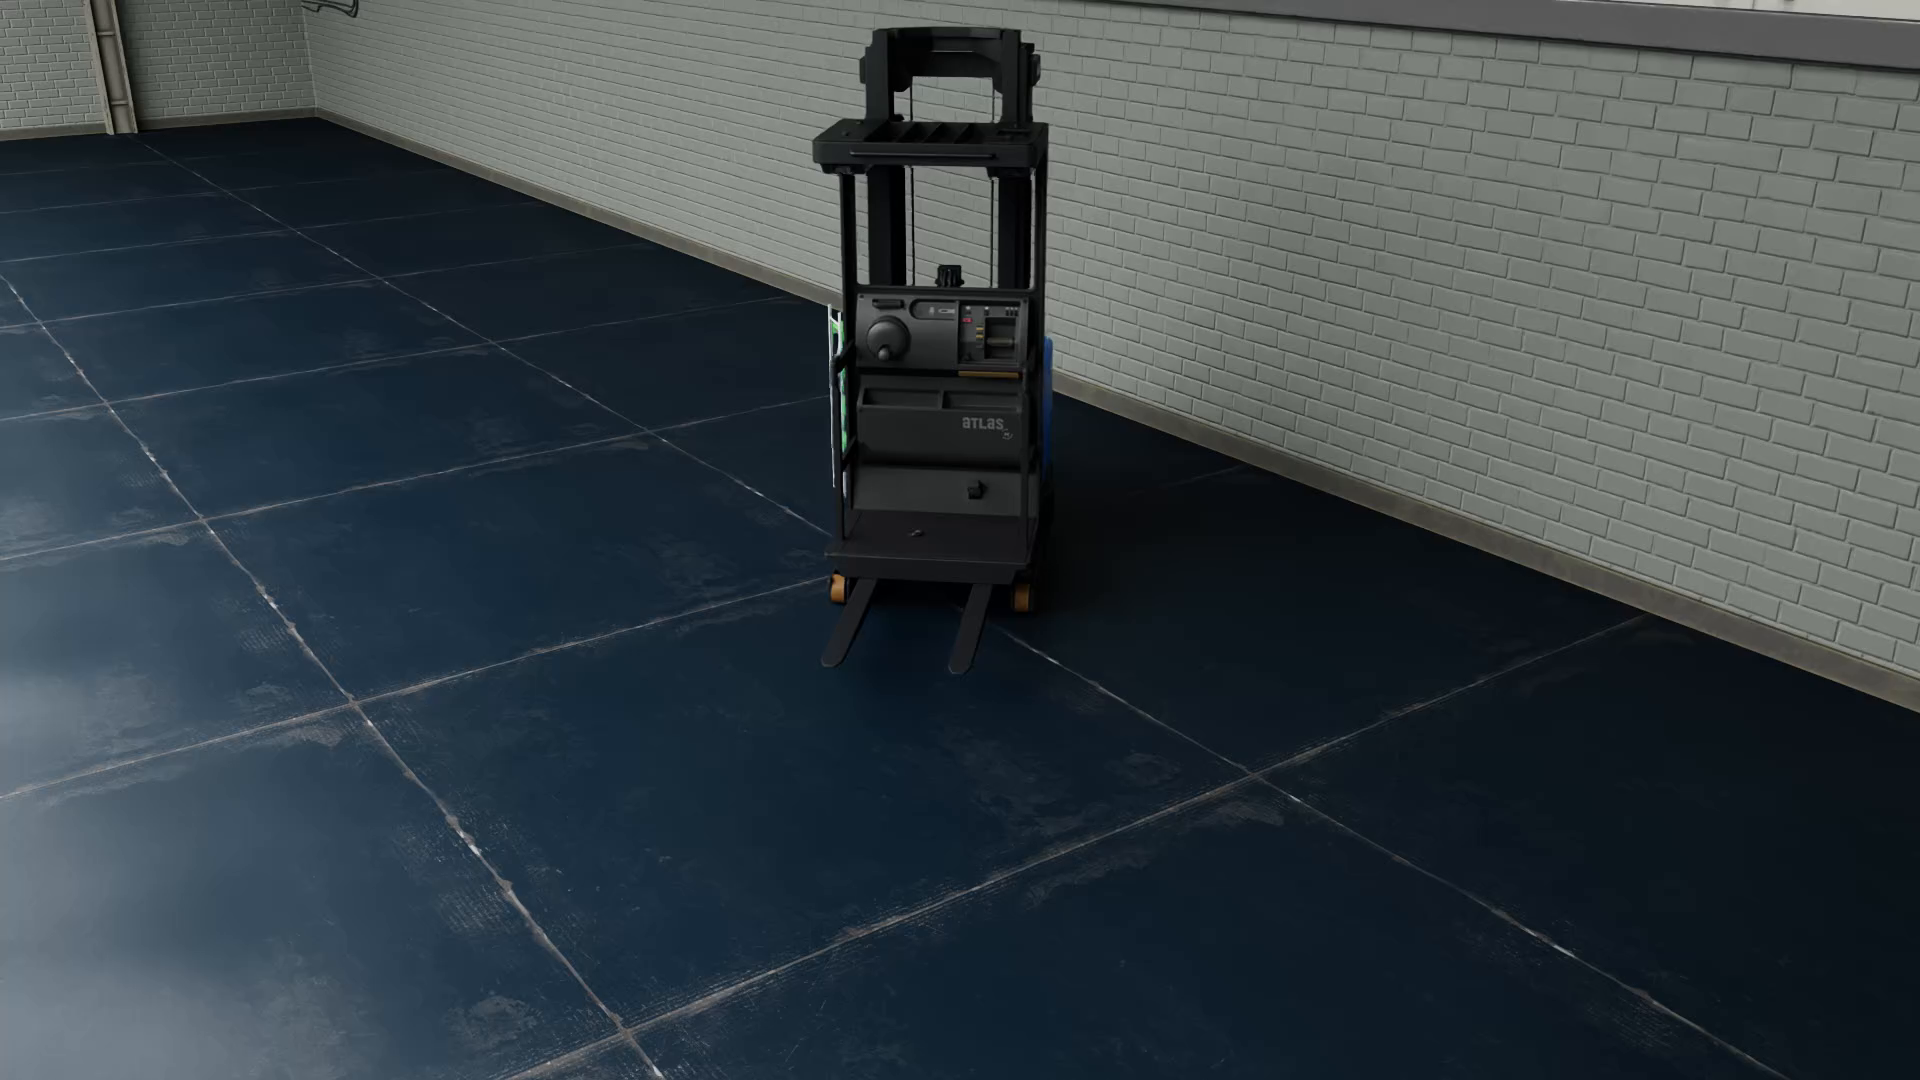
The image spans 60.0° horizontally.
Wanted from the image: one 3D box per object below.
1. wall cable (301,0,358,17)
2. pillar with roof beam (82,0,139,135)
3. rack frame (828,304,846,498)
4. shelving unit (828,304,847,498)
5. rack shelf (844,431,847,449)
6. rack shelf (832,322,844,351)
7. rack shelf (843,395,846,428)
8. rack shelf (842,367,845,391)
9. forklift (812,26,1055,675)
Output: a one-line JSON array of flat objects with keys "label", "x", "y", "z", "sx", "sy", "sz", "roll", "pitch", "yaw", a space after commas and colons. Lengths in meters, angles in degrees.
[{"label": "wall cable", "x": -9.750, "y": -9.260, "z": 25.150, "sx": 0.112, "sy": 2.526, "sz": 3.097, "roll": -15, "pitch": 26, "yaw": -33}, {"label": "pillar with roof beam", "x": -10.399, "y": -9.167, "z": 20.728, "sx": 0.400, "sy": 9.000, "sz": 9.100, "roll": -15, "pitch": 26, "yaw": -33}, {"label": "rack frame", "x": -0.772, "y": -0.868, "z": 10.453, "sx": 0.015, "sy": 1.200, "sz": 0.240, "roll": -8, "pitch": 23, "yaw": -19}, {"label": "shelving unit", "x": -0.543, "y": -0.900, "z": 10.533, "sx": 0.503, "sy": 1.200, "sz": 0.258, "roll": -8, "pitch": 23, "yaw": -19}, {"label": "rack shelf", "x": -0.543, "y": -0.618, "z": 10.645, "sx": 0.480, "sy": 0.148, "sz": 0.258, "roll": -8, "pitch": 23, "yaw": -19}, {"label": "rack shelf", "x": -0.543, "y": -1.286, "z": 10.378, "sx": 0.480, "sy": 0.148, "sz": 0.258, "roll": -8, "pitch": 23, "yaw": -19}, {"label": "rack shelf", "x": -0.543, "y": -0.841, "z": 10.556, "sx": 0.480, "sy": 0.148, "sz": 0.258, "roll": -8, "pitch": 23, "yaw": -19}, {"label": "rack shelf", "x": -0.543, "y": -1.063, "z": 10.467, "sx": 0.480, "sy": 0.148, "sz": 0.258, "roll": -8, "pitch": 23, "yaw": -19}, {"label": "forklift", "x": -0.119, "y": -1.104, "z": 8.709, "sx": 1.130, "sy": 2.935, "sz": 3.031, "roll": 3, "pitch": 22, "yaw": 7}]
